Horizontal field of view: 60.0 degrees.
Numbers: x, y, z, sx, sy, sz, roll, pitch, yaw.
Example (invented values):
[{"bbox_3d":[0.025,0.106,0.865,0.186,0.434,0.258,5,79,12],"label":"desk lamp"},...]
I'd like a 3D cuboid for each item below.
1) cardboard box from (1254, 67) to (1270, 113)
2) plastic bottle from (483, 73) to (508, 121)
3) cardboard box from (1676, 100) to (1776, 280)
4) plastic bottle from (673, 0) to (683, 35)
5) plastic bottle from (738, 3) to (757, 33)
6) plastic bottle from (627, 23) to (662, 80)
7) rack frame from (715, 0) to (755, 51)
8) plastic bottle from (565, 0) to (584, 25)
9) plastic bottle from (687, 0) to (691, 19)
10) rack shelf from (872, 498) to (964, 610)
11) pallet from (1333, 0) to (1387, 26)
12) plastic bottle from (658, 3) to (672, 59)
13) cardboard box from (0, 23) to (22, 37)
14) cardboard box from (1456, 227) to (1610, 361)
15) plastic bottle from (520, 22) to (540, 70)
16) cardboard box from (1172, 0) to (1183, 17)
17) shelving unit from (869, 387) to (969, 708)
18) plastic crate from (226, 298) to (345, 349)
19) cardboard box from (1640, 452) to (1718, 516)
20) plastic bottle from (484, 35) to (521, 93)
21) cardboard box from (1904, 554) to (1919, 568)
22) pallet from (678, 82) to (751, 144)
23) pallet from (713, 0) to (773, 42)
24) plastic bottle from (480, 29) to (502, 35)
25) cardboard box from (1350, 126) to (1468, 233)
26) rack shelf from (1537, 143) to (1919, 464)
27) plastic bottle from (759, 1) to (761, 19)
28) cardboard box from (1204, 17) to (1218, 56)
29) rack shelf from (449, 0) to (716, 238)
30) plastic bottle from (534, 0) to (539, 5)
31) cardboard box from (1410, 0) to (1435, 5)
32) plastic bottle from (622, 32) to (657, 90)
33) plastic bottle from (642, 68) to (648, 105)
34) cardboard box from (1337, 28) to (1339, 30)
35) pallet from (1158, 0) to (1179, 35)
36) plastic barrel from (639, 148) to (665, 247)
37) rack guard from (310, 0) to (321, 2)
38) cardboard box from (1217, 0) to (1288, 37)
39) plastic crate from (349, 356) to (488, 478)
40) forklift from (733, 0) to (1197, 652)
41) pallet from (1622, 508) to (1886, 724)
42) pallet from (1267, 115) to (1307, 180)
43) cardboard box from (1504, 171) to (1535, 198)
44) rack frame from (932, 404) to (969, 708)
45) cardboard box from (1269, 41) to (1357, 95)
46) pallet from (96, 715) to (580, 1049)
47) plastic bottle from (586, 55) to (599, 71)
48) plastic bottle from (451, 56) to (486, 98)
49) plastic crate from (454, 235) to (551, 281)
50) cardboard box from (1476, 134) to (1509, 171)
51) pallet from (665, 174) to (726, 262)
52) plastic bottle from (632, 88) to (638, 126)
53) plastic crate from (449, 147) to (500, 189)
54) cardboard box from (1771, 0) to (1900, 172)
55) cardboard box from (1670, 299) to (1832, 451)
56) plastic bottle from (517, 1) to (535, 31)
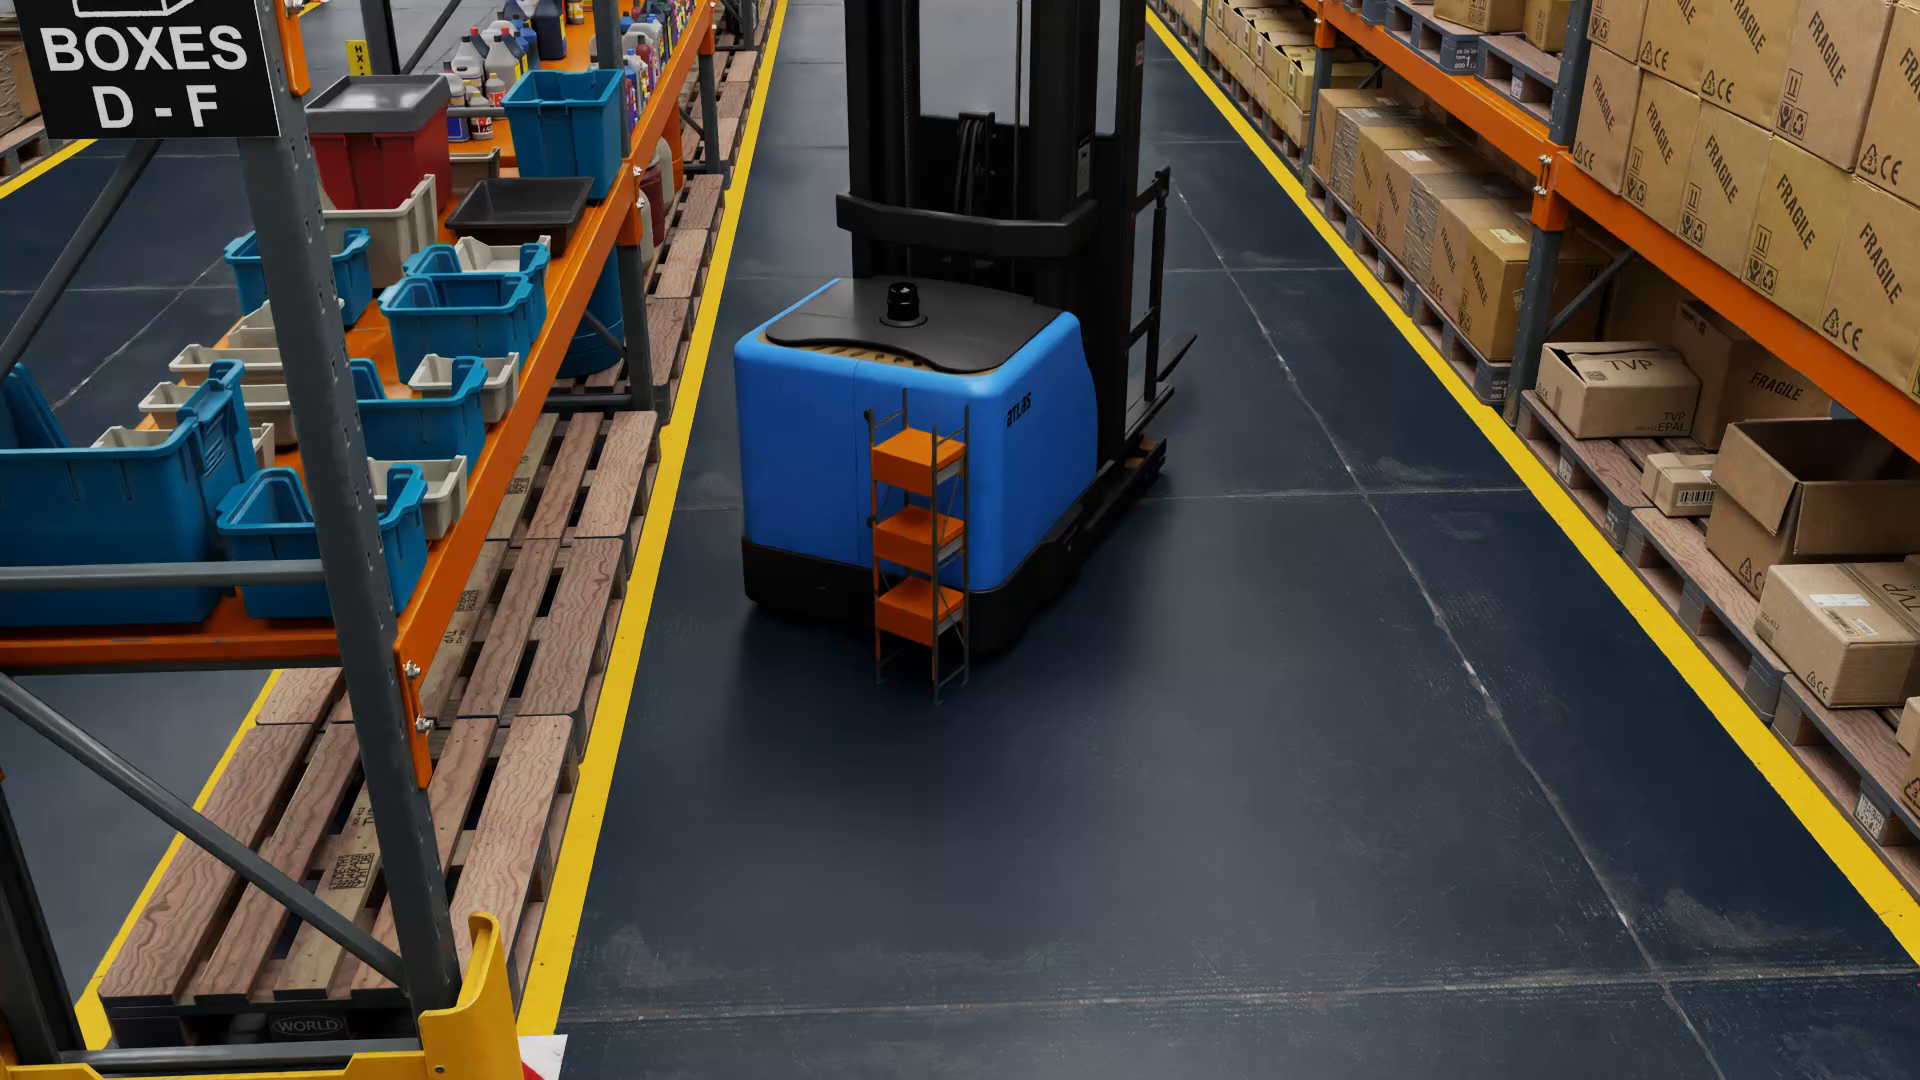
[{"bbox_3d":[2.525,-3.406,12.557,0.500,0.250,0.500,-1,28,-1],"label":"cardboard box"},{"bbox_3d":[-2.127,-2.033,7.619,0.097,0.201,0.097,0,28,0],"label":"plastic bottle"},{"bbox_3d":[2.867,-1.220,5.736,0.500,0.500,0.500,-2,28,-3],"label":"cardboard box"},{"bbox_3d":[-1.624,-2.964,9.405,0.097,0.201,0.097,0,28,0],"label":"plastic bottle"},{"bbox_3d":[-1.929,-4.755,15.093,0.152,0.276,0.135,0,28,-1],"label":"plastic bottle"},{"bbox_3d":[-1.592,-2.469,8.375,0.152,0.276,0.135,-1,28,-3],"label":"plastic bottle"},{"bbox_3d":[-2.306,-5.461,13.977,1.000,3.000,0.127,-1,28,-3],"label":"rack frame"},{"bbox_3d":[-2.249,-3.116,9.696,0.097,0.201,0.097,0,28,0],"label":"plastic bottle"},{"bbox_3d":[-1.650,-3.189,9.836,0.097,0.201,0.097,0,28,0],"label":"plastic bottle"},{"bbox_3d":[-0.131,0.046,5.544,0.240,0.259,0.215,18,33,29],"label":"rack shelf"},{"bbox_3d":[2.956,-3.335,10.109,1.213,0.211,1.003,-1,28,-3],"label":"pallet"},{"bbox_3d":[-1.573,-2.711,8.830,0.061,0.283,0.133,-1,28,-3],"label":"plastic bottle"},{"bbox_3d":[-7.206,-3.665,12.761,0.700,0.500,0.500,-4,28,-7],"label":"cardboard box"},{"bbox_3d":[2.747,-1.192,8.020,0.500,0.500,0.500,-2,28,-3],"label":"cardboard box"},{"bbox_3d":[-2.172,-2.466,8.374,0.097,0.271,0.097,0,28,0],"label":"plastic bottle"},{"bbox_3d":[2.342,-5.217,16.028,0.500,0.250,0.500,-1,28,-3],"label":"cardboard box"},{"bbox_3d":[-0.131,0.036,5.539,0.252,1.050,0.215,18,33,29],"label":"shelving unit"},{"bbox_3d":[-1.976,-0.600,4.877,0.298,0.136,0.250,-1,28,-3],"label":"plastic crate"},{"bbox_3d":[2.920,-0.225,6.526,0.380,0.166,0.250,-1,28,-3],"label":"cardboard box"},{"bbox_3d":[-2.119,-2.165,7.711,0.144,0.351,0.185,-1,28,-3],"label":"plastic bottle"},{"bbox_3d":[3.470,0.267,5.492,0.500,0.250,0.500,-1,28,-3],"label":"cardboard box"},{"bbox_3d":[-2.159,-3.298,12.846,1.003,0.211,1.213,-1,28,-3],"label":"pallet"},{"bbox_3d":[-2.366,-5.101,16.302,1.003,0.211,1.213,-1,28,-3],"label":"pallet"},{"bbox_3d":[-2.284,-2.350,8.146,0.152,0.276,0.135,-1,28,-3],"label":"plastic bottle"},{"bbox_3d":[2.643,-2.128,9.814,0.500,0.500,0.500,-2,28,-3],"label":"cardboard box"},{"bbox_3d":[3.163,-0.642,5.515,1.077,0.370,4.000,-1,28,-3],"label":"rack shelf"},{"bbox_3d":[-1.935,-5.017,15.675,0.097,0.201,0.097,0,28,0],"label":"plastic bottle"},{"bbox_3d":[2.415,-4.354,14.373,0.500,0.250,0.500,-2,28,-4],"label":"cardboard box"},{"bbox_3d":[-1.992,-2.371,8.831,1.077,0.370,4.000,-1,28,-3],"label":"rack shelf"},{"bbox_3d":[-2.375,-2.913,9.231,0.097,0.271,0.097,0,28,0],"label":"plastic bottle"},{"bbox_3d":[2.853,-3.247,9.170,0.700,0.500,0.500,4,28,7],"label":"cardboard box"},{"bbox_3d":[-1.580,-2.362,8.170,0.152,0.276,0.135,-1,28,-3],"label":"plastic bottle"},{"bbox_3d":[-1.535,-2.170,7.881,0.097,0.201,0.097,0,28,0],"label":"plastic bottle"},{"bbox_3d":[3.028,-3.912,12.920,0.500,0.311,0.500,-2,28,-3],"label":"cardboard box"},{"bbox_3d":[2.575,-5.276,16.637,1.003,0.211,1.213,-1,28,-3],"label":"pallet"},{"bbox_3d":[-1.995,-1.984,9.464,0.600,0.588,0.708,-1,28,-3],"label":"plastic barrel"},{"bbox_3d":[-7.457,-6.045,17.801,1.175,0.500,0.348,-1,28,-3],"label":"rack guard"},{"bbox_3d":[2.435,-4.367,13.791,0.500,0.311,0.500,-2,28,-3],"label":"cardboard box"},{"bbox_3d":[-1.398,-0.298,4.194,0.416,0.233,0.300,-1,28,-3],"label":"plastic crate"},{"bbox_3d":[0.255,-1.564,6.579,1.130,2.935,3.031,12,30,21],"label":"forklift"},{"bbox_3d":[3.161,0.234,6.074,1.003,0.211,1.213,-1,28,-3],"label":"pallet"},{"bbox_3d":[2.846,-2.877,12.037,1.003,0.211,1.213,-1,28,-3],"label":"pallet"},{"bbox_3d":[3.219,-1.678,8.950,0.500,0.500,0.500,-1,28,-2],"label":"cardboard box"},{"bbox_3d":[-0.029,0.069,5.479,0.008,1.050,0.200,18,33,29],"label":"rack frame"},{"bbox_3d":[2.543,-3.423,11.983,0.500,0.311,0.500,-2,28,-3],"label":"cardboard box"},{"bbox_3d":[-1.683,0.935,4.729,1.003,0.211,1.213,-1,28,-3],"label":"pallet"},{"bbox_3d":[-1.585,-1.934,7.268,0.144,0.351,0.185,-1,28,-3],"label":"plastic bottle"},{"bbox_3d":[-2.250,-2.055,7.580,0.152,0.276,0.135,-1,28,-3],"label":"plastic bottle"},{"bbox_3d":[-1.497,-0.880,5.413,0.293,0.136,0.466,-1,28,-3],"label":"plastic crate"},{"bbox_3d":[3.198,-2.227,9.192,0.500,0.250,0.500,-2,28,-4],"label":"cardboard box"},{"bbox_3d":[-2.014,-2.015,10.384,1.003,0.211,1.213,-1,28,-3],"label":"pallet"},{"bbox_3d":[-1.512,-1.973,7.504,0.097,0.201,0.097,0,28,0],"label":"plastic bottle"},{"bbox_3d":[-2.006,-1.458,6.522,0.396,0.136,0.243,-1,28,-3],"label":"plastic crate"},{"bbox_3d":[2.884,-1.434,5.066,0.500,0.500,0.500,-1,28,-1],"label":"cardboard box"},{"bbox_3d":[3.372,-0.715,7.105,0.500,0.500,0.500,-1,28,-3],"label":"cardboard box"},{"bbox_3d":[-2.325,-2.711,8.838,0.152,0.276,0.135,-1,28,-3],"label":"plastic bottle"}]
